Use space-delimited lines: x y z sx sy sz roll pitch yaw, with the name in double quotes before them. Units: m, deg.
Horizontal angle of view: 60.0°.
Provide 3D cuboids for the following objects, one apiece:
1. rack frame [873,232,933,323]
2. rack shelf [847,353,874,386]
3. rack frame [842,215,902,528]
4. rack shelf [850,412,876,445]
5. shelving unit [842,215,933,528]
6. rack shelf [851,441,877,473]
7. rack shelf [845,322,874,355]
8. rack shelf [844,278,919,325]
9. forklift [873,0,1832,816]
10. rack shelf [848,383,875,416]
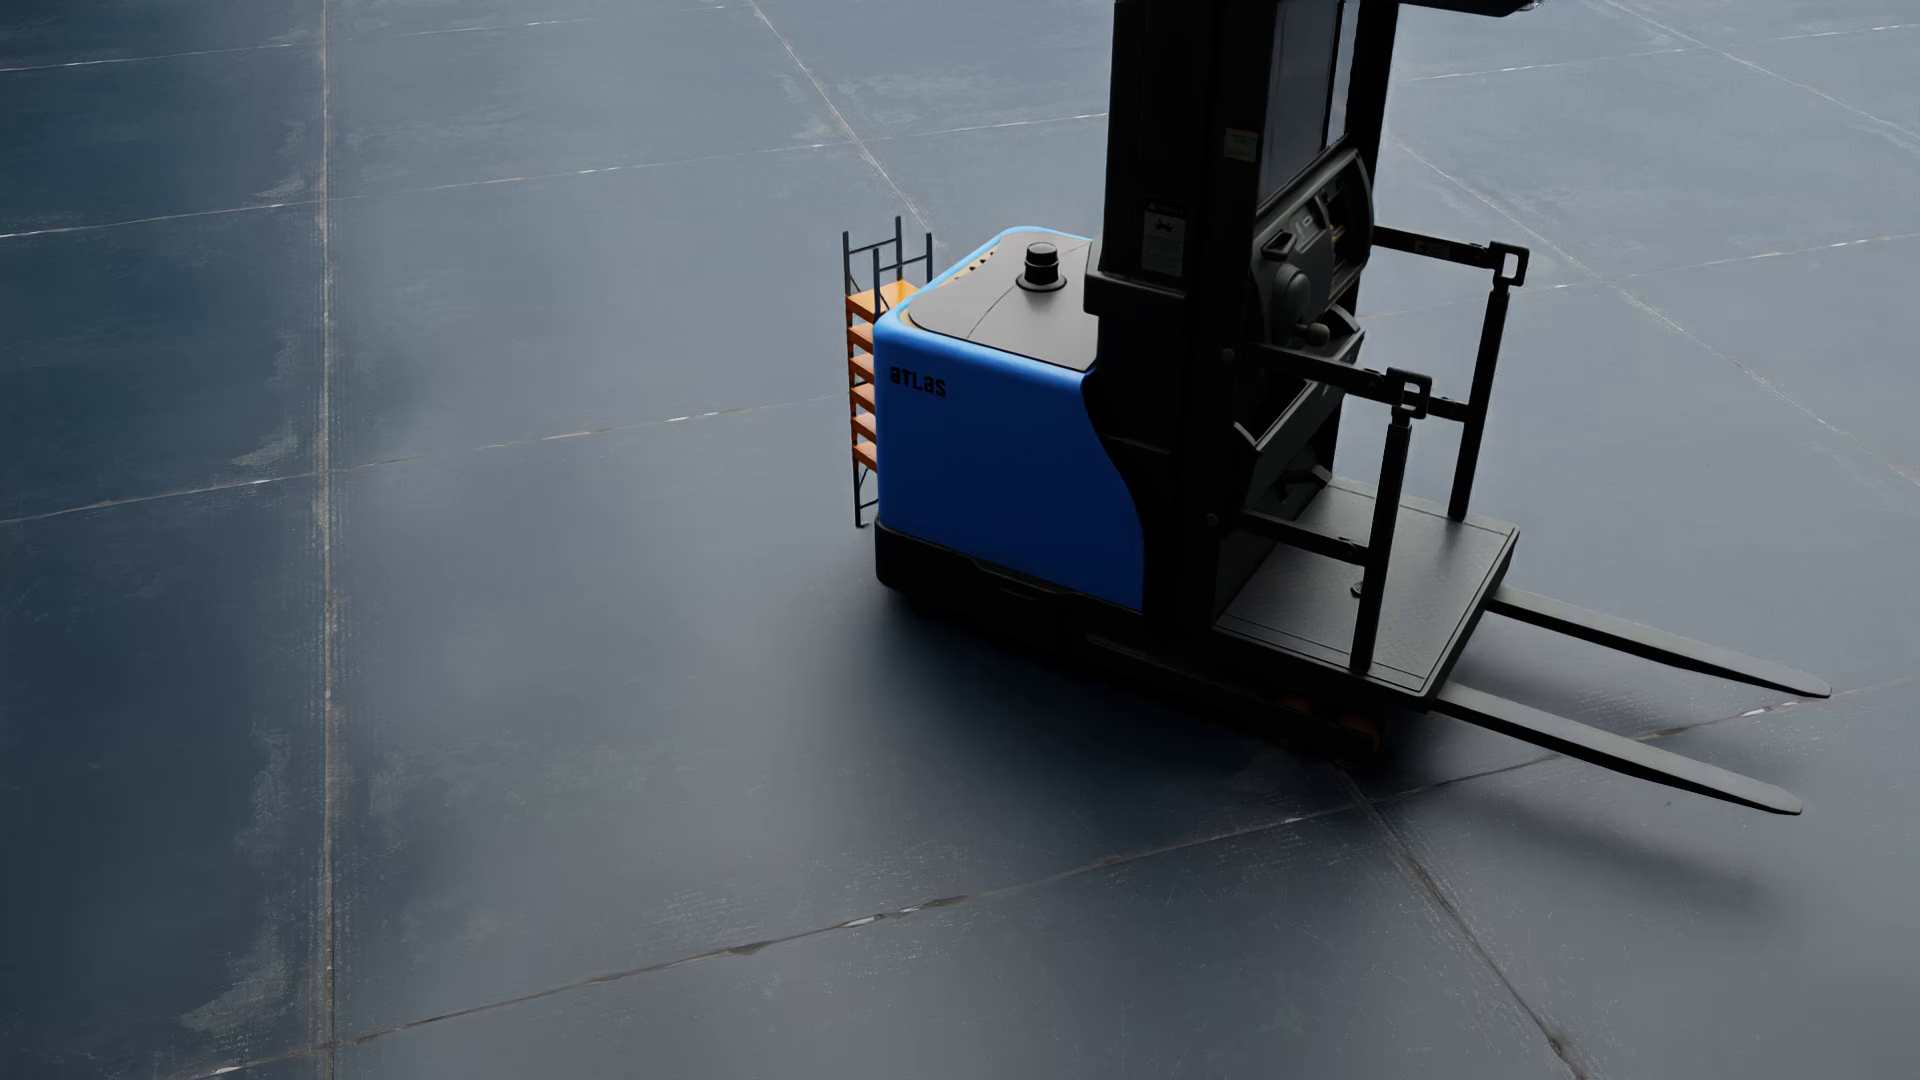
"rack frame" -0.191 -0.506 5.926 0.240 1.200 0.006 -23 39 -30
"rack shelf" -0.246 -0.610 5.946 0.258 0.103 0.180 -23 39 -30
"rack frame" -0.301 -0.587 6.049 0.240 1.200 0.006 -23 39 -30
"rack shelf" -0.245 -0.409 6.078 0.258 0.103 0.180 -23 39 -30
"shelving unit" -0.246 -0.547 5.988 0.258 1.200 0.189 -23 39 -30
"rack shelf" -0.245 -0.309 6.144 0.258 0.103 0.180 -23 39 -30
"rack shelf" -0.247 -0.710 5.880 0.258 0.103 0.180 -23 39 -30
"rack shelf" -0.247 -0.810 5.814 0.258 0.103 0.180 -23 39 -30
"forklift" 1.230 -0.848 4.875 3.031 2.935 1.130 18 38 25
"rack shelf" -0.246 -0.509 6.012 0.258 0.103 0.180 -23 39 -30
